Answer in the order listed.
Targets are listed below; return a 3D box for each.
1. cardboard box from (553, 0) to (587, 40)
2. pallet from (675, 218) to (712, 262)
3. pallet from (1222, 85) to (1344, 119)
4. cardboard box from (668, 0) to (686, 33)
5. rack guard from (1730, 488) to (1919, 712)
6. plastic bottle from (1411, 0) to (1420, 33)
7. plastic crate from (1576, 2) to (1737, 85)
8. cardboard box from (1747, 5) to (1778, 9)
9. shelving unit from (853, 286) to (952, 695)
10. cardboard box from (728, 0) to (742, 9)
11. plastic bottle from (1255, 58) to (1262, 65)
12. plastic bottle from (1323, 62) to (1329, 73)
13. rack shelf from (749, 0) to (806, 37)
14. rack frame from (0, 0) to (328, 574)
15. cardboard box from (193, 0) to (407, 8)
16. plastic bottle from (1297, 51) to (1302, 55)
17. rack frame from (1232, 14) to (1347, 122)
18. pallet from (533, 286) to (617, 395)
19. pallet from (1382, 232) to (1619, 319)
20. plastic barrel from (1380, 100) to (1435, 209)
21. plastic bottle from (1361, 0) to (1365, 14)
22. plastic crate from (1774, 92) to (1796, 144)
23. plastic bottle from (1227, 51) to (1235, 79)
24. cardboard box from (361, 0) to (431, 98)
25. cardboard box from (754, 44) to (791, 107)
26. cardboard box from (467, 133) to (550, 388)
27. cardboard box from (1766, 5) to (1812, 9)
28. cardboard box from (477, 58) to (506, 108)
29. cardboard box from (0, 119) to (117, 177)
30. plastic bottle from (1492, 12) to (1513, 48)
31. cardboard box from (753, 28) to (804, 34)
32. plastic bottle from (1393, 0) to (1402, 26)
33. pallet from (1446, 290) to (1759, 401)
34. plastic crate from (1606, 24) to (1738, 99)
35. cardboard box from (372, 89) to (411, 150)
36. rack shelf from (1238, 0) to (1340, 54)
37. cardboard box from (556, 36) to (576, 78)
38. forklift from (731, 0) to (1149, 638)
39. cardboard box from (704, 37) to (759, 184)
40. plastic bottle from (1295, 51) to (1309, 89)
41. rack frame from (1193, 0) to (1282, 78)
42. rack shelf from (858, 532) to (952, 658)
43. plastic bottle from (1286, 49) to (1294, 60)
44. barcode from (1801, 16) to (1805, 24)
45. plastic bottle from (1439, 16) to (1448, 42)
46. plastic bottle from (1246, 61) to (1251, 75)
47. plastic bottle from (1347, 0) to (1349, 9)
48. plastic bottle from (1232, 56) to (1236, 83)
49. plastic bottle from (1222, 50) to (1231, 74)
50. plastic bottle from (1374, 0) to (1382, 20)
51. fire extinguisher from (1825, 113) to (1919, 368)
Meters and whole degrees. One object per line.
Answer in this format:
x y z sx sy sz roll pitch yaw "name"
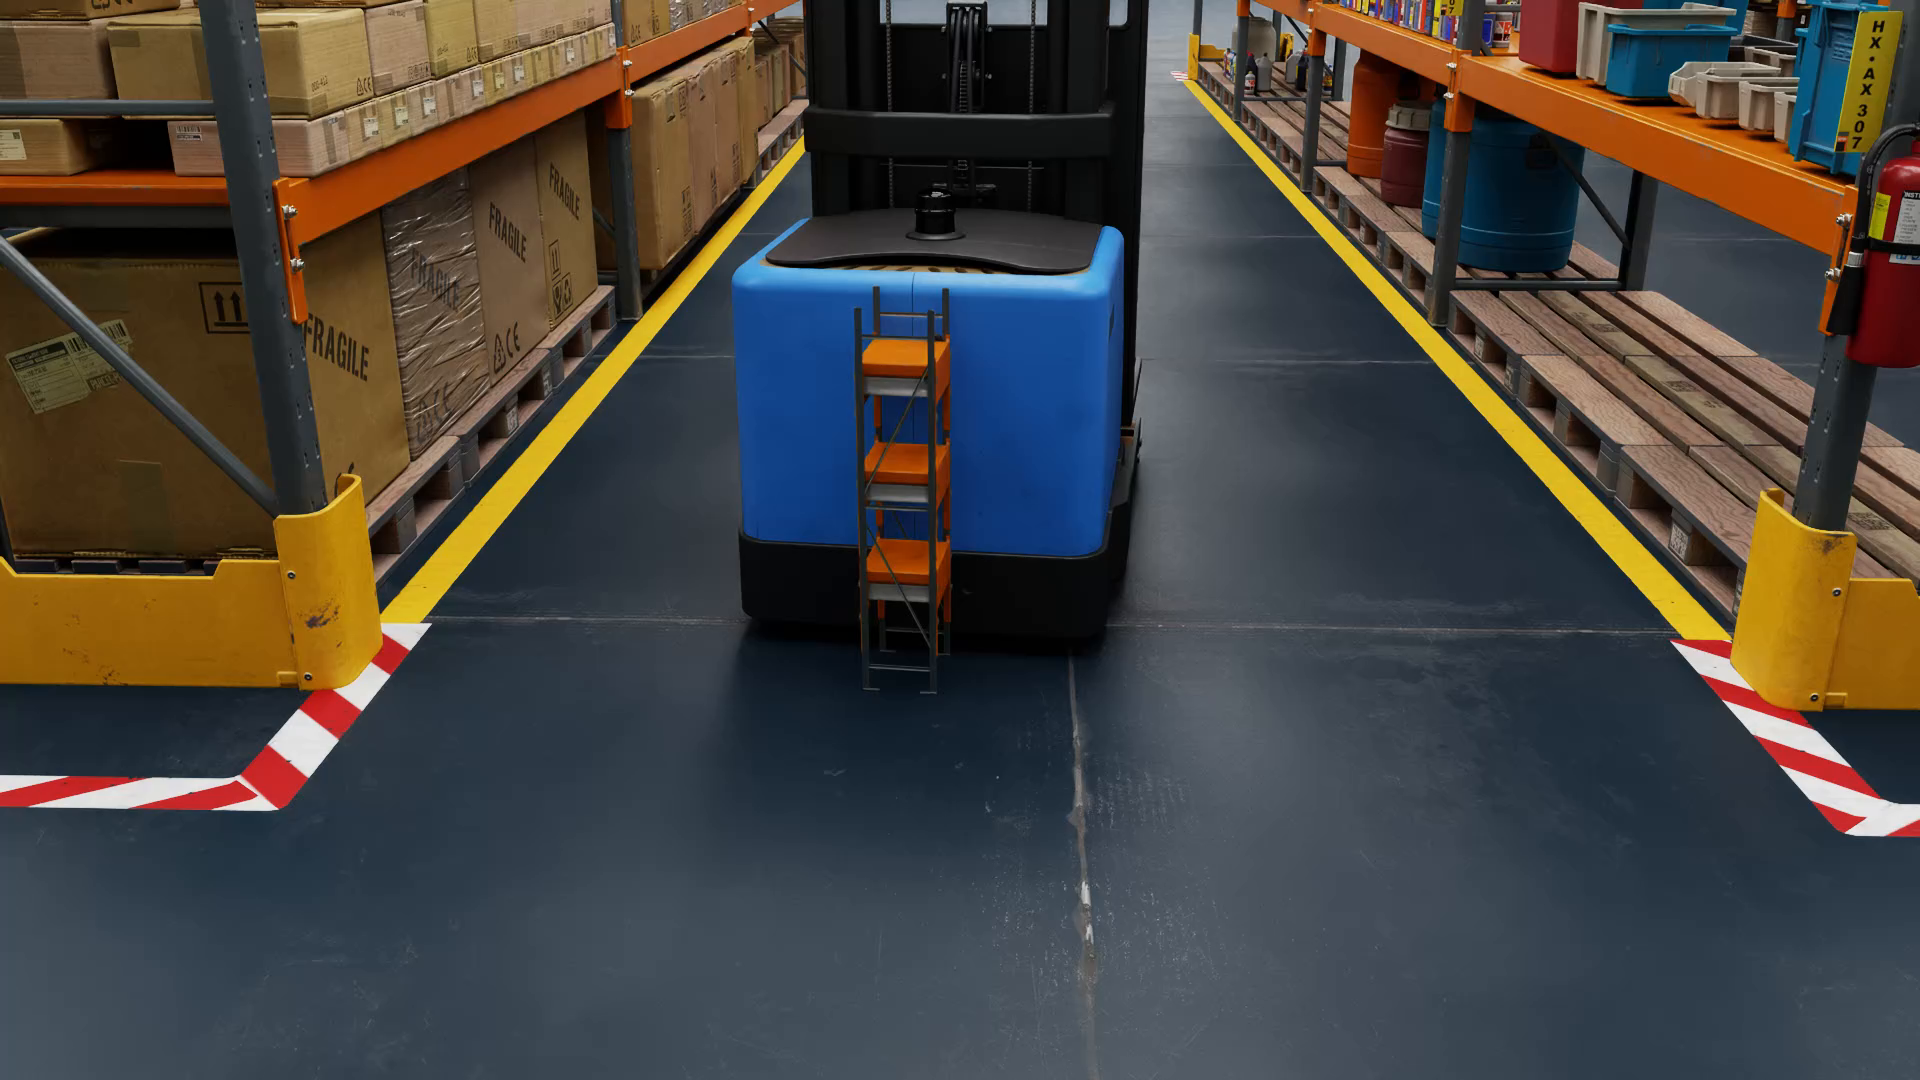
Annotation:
-1.876 -2.234 6.936 0.500 0.250 0.500 1 21 3 "cardboard box"
-2.129 -1.937 10.229 1.003 0.211 1.213 1 21 2 "pallet"
3.144 -4.295 16.307 1.003 0.211 1.213 1 21 2 "pallet"
-1.818 -3.088 9.202 0.500 0.500 0.500 0 21 0 "cardboard box"
2.729 0.160 4.425 1.175 0.500 0.348 1 21 2 "rack guard"
2.558 -2.912 9.058 0.152 0.276 0.135 1 21 2 "plastic bottle"
2.608 -1.883 6.316 0.437 0.282 0.530 1 21 2 "plastic crate"
7.867 -5.092 16.690 0.500 0.500 0.500 1 21 2 "cardboard box"
-0.145 -0.123 4.395 0.215 1.050 0.252 3 21 8 "shelving unit"
-1.758 -3.827 11.106 0.500 0.500 0.500 1 21 3 "cardboard box"
2.968 -4.601 16.398 0.152 0.276 0.135 1 21 2 "plastic bottle"
3.512 -4.516 16.178 0.152 0.276 0.135 1 21 4 "plastic bottle"
-1.929 -4.349 13.585 1.077 0.370 4.000 1 21 2 "rack shelf"
-2.234 -1.069 4.137 1.000 3.000 0.127 1 21 2 "rack frame"
-1.934 -1.838 4.880 0.500 0.500 0.500 0 21 0 "cardboard box"
3.547 -4.925 17.232 0.152 0.276 0.135 0 21 0 "plastic bottle"
3.082 -5.353 15.178 1.000 3.000 0.127 1 21 2 "rack frame"
-2.213 -0.941 7.662 1.003 0.211 1.213 1 21 2 "pallet"
2.904 -1.439 8.946 1.003 0.211 1.213 1 21 2 "pallet"
2.928 -2.393 10.302 0.600 0.588 0.708 1 21 2 "plastic barrel"
2.575 -3.404 10.430 0.097 0.201 0.097 0 21 0 "plastic bottle"
2.561 -1.216 4.798 0.396 0.136 0.243 1 21 2 "plastic crate"
2.824 -4.920 17.226 0.097 0.271 0.097 0 21 0 "plastic bottle"
-1.940 -1.496 5.034 0.500 0.250 0.500 0 21 1 "cardboard box"
-1.909 -4.225 15.120 0.700 0.500 0.500 -1 21 -3 "cardboard box"
-2.239 -1.157 6.721 0.875 0.875 0.875 1 21 2 "cardboard box"
8.390 -5.086 16.675 0.500 0.500 0.500 1 21 2 "cardboard box"
-1.847 -1.632 5.937 0.380 0.149 0.250 0 21 0 "cardboard box"
-2.552 -1.084 4.523 0.380 0.149 0.250 1 21 3 "cardboard box"
2.653 -2.519 8.150 0.097 0.201 0.097 0 21 0 "plastic bottle"
-1.866 -5.015 17.181 0.500 0.500 0.500 -1 21 -3 "cardboard box"
2.527 -3.083 9.490 0.061 0.283 0.133 1 21 2 "plastic bottle"
2.855 -0.894 7.542 1.003 0.211 1.213 1 21 2 "pallet"
2.523 -1.709 5.936 0.416 0.233 0.300 1 21 2 "plastic crate"
-1.879 -1.262 4.981 0.380 0.149 0.250 0 21 0 "cardboard box"
3.021 -4.294 13.445 1.077 0.370 4.000 1 21 2 "rack shelf"
-1.817 -2.005 6.897 0.380 0.149 0.250 1 21 3 "cardboard box"
0.088 -1.589 5.573 1.130 2.935 3.031 3 21 8 "forklift"
-2.032 -2.917 11.257 1.225 0.875 0.875 0 21 -1 "cardboard box"
3.377 -4.612 16.322 0.144 0.351 0.185 1 21 2 "plastic bottle"
3.204 -6.799 18.906 1.000 3.000 0.127 1 21 2 "rack frame"
-0.145 0.146 4.500 0.215 0.259 0.240 3 21 8 "rack shelf"
3.445 -4.979 17.362 0.061 0.283 0.133 1 21 2 "plastic bottle"
7.609 -4.697 15.007 0.001 0.075 0.075 1 21 2 "barcode"
2.539 -2.681 8.463 0.152 0.276 0.135 1 21 2 "plastic bottle"
2.767 -4.469 16.048 0.061 0.283 0.133 2 21 4 "plastic bottle"
2.590 -3.584 10.895 0.097 0.201 0.097 0 21 0 "plastic bottle"
2.838 -4.769 16.831 0.152 0.276 0.135 1 21 3 "plastic bottle"
2.837 -5.080 17.639 0.097 0.271 0.097 0 21 0 "plastic bottle"
2.543 -3.282 10.002 0.061 0.283 0.133 1 21 2 "plastic bottle"
2.258 -0.755 3.950 0.296 0.674 0.183 1 21 2 "fire extinguisher"
